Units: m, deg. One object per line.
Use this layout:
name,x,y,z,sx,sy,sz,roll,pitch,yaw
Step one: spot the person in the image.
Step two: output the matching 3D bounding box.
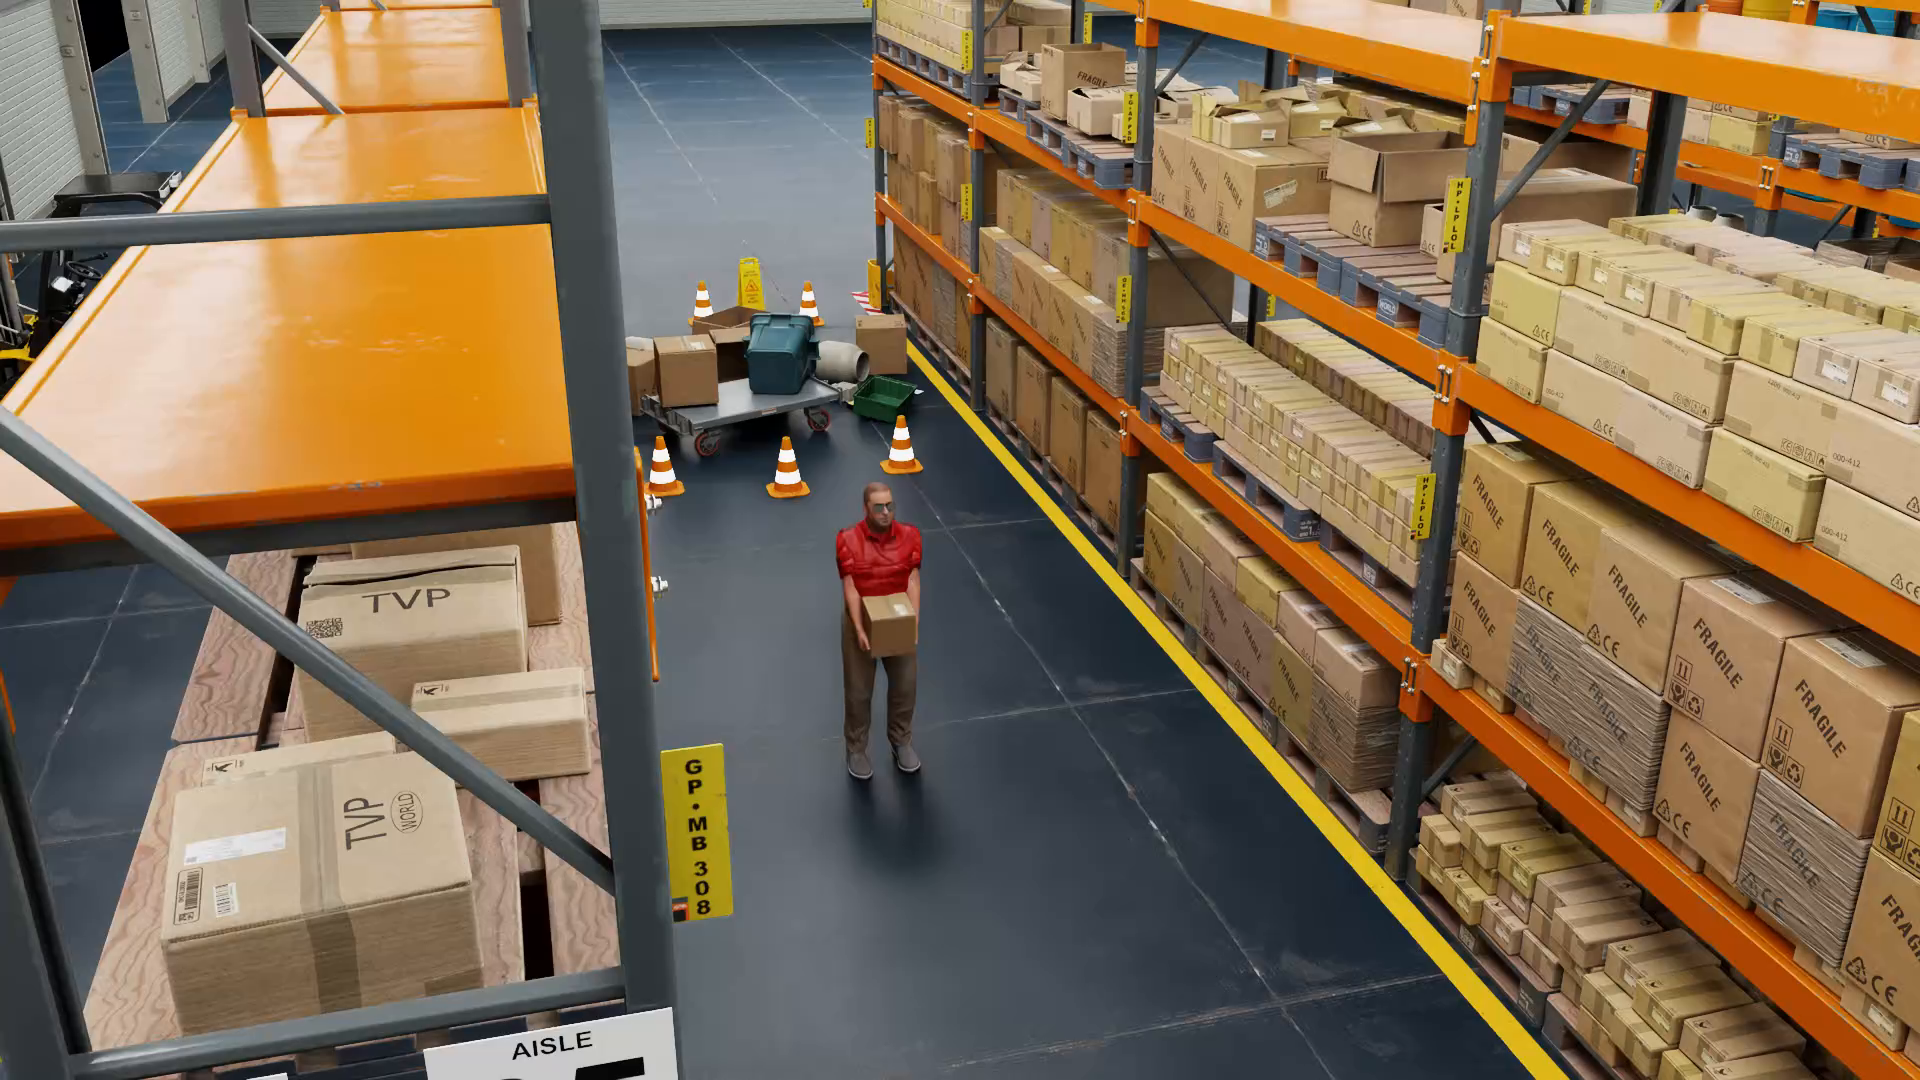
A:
person,-0.422,0.536,9.354,0.490,1.722,0.540,-6,24,-14
